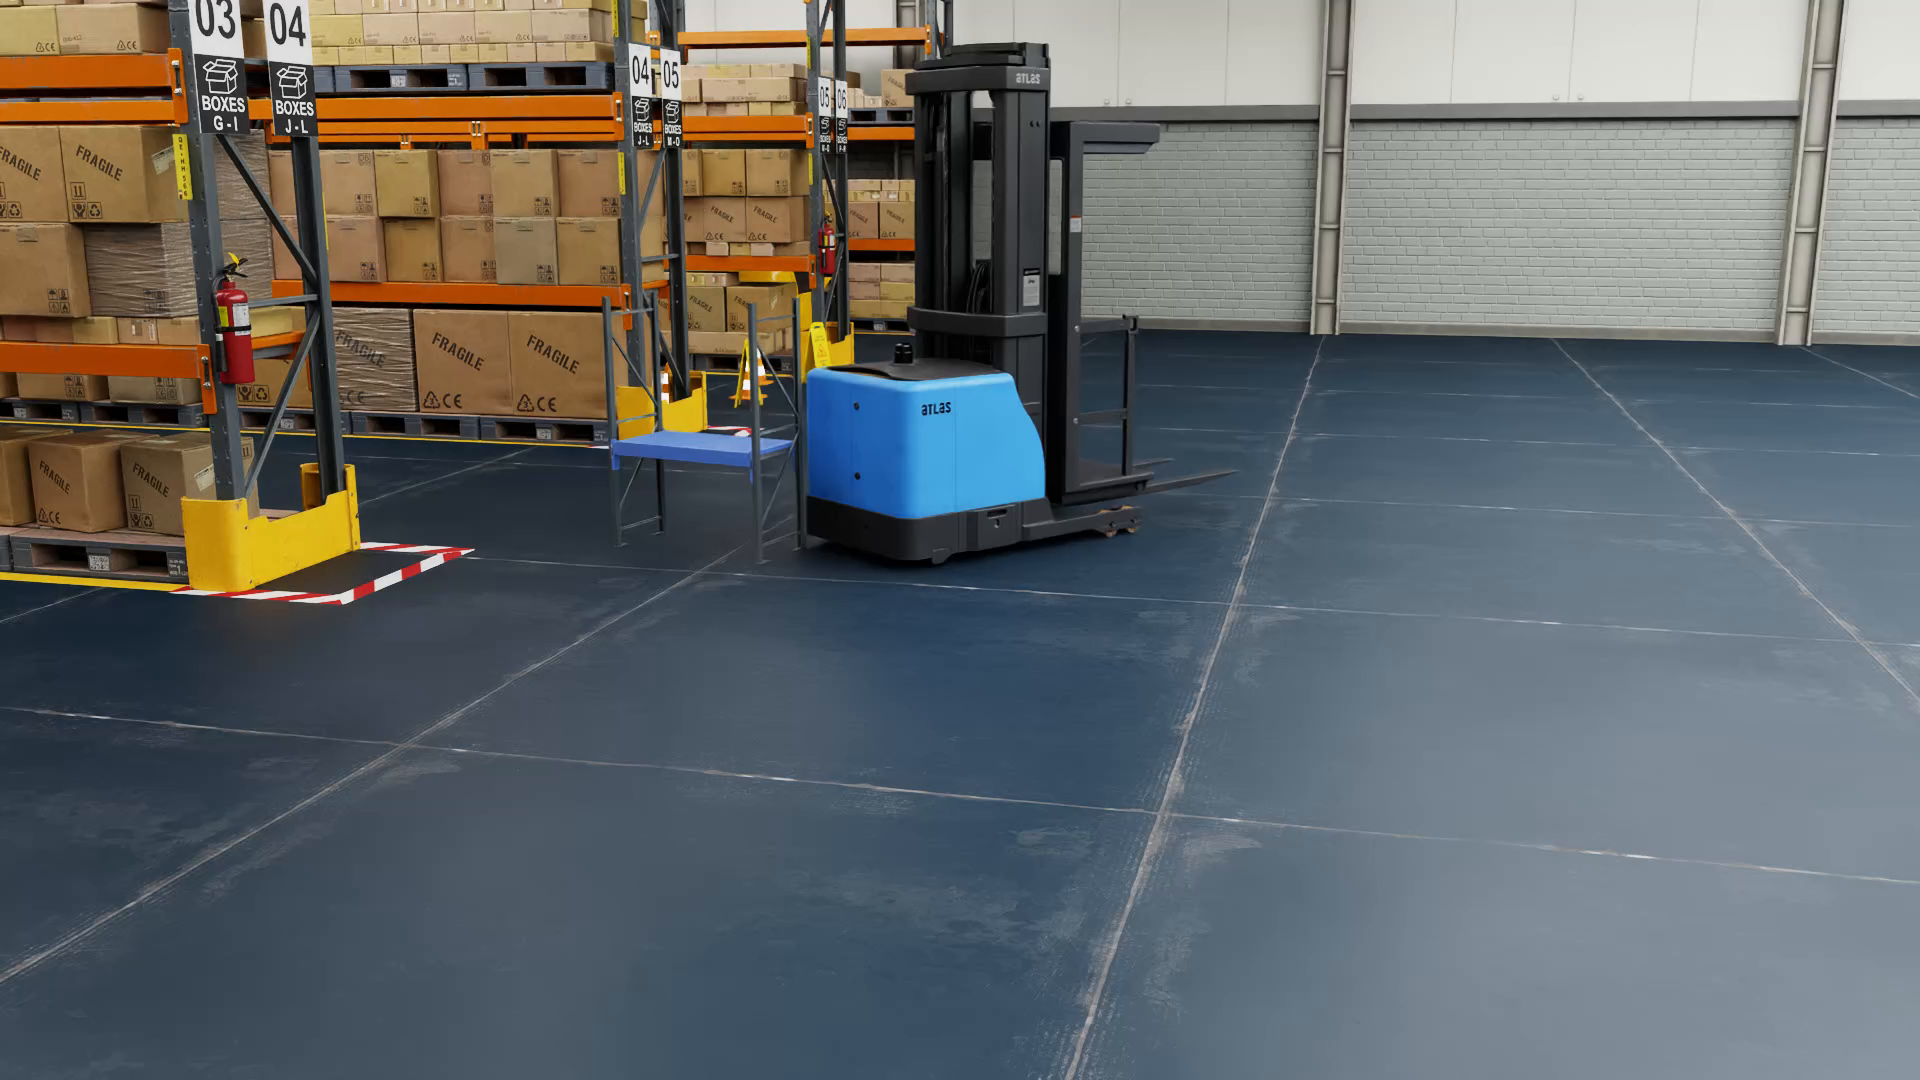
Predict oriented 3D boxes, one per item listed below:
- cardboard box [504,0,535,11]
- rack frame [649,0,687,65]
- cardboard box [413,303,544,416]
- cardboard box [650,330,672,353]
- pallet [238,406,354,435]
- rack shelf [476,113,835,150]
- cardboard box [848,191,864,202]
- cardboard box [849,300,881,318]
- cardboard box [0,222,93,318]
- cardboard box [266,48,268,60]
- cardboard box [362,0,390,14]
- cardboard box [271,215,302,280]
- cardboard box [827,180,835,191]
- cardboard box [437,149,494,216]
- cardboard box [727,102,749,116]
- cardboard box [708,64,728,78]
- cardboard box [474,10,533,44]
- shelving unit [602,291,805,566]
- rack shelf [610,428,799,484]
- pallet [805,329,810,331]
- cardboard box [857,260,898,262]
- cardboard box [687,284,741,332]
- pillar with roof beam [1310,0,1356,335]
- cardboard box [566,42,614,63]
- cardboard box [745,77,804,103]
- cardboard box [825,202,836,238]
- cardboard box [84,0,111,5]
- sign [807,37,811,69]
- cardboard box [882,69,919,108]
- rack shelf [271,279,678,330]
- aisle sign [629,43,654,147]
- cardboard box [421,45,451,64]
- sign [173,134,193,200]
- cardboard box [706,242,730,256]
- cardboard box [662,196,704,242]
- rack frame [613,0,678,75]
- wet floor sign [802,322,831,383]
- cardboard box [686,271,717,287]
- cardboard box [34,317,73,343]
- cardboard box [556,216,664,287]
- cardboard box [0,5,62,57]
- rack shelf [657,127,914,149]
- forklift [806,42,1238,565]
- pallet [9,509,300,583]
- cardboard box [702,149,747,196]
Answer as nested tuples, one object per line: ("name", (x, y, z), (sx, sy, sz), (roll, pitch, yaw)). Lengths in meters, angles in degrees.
("cardboard box", (-3.442, -4.302, 13.313), (0.250, 0.149, 0.380), (3, 13, 14))
("rack frame", (-4.153, -7.571, 23.584), (0.127, 3.000, 1.000), (3, 13, 14))
("cardboard box", (-4.072, -1.579, 14.361), (0.875, 0.875, 0.875), (3, 13, 13))
("cardboard box", (-3.315, -2.293, 19.024), (0.500, 0.250, 0.500), (3, 13, 12))
("pallet", (-5.707, -1.135, 14.862), (1.213, 0.211, 1.003), (3, 13, 14))
("rack shelf", (-3.397, -4.608, 18.813), (4.000, 0.370, 1.077), (3, 13, 14))
("cardboard box", (-1.404, -4.808, 23.251), (0.250, 0.149, 0.380), (3, 13, 13))
("cardboard box", (-1.282, -3.283, 23.486), (0.500, 0.250, 0.500), (3, 13, 14))
("cardboard box", (-4.871, -1.536, 9.314), (0.500, 0.500, 0.875), (3, 13, 14))
("cardboard box", (-5.661, -4.031, 13.933), (0.250, 0.149, 0.380), (3, 13, 13))
("cardboard box", (-4.677, -4.368, 13.609), (0.250, 0.149, 0.380), (3, 13, 13))
("cardboard box", (-5.526, -2.585, 14.614), (0.550, 0.550, 0.875), (3, 13, 14))
("cardboard box", (-1.678, -4.953, 23.217), (0.250, 0.149, 0.380), (3, 13, 15))
("cardboard box", (-3.961, -3.039, 14.168), (0.550, 0.550, 0.875), (3, 13, 14))
("cardboard box", (-2.368, -4.719, 18.234), (0.250, 0.149, 0.380), (3, 13, 15))
("cardboard box", (-2.581, -5.132, 18.255), (0.250, 0.149, 0.380), (3, 13, 14))
("cardboard box", (-3.571, -4.128, 13.447), (0.500, 0.250, 0.500), (3, 13, 14))
("shelving unit", (-1.512, -0.684, 9.855), (1.048, 1.500, 0.538), (6, 14, 26))
("rack shelf", (-1.512, -0.509, 9.894), (1.000, 0.185, 0.538), (6, 14, 26))
("pallet", (-2.203, -3.168, 24.026), (1.213, 0.211, 1.003), (3, 13, 14))
("cardboard box", (-1.177, -3.876, 23.847), (0.500, 0.250, 0.500), (3, 13, 14))
("cardboard box", (-2.803, -2.633, 18.822), (0.500, 0.500, 0.500), (4, 13, 16))
("pillar with roof beam", (4.064, -6.373, 18.181), (0.400, 9.000, 9.100), (3, 13, 14))
("cardboard box", (-2.947, -3.886, 13.279), (0.250, 0.149, 0.380), (3, 13, 13))
("cardboard box", (-2.016, -4.897, 18.116), (0.500, 0.250, 0.500), (3, 13, 13))
("cardboard box", (-1.809, -4.509, 23.403), (0.500, 0.500, 0.500), (3, 13, 12))
("cardboard box", (-4.398, -2.880, 8.789), (0.250, 0.149, 0.380), (3, 13, 12))
("sign", (-1.607, -5.172, 17.650), (0.005, 0.325, 0.100), (3, 13, 14))
("cardboard box", (-0.757, -6.174, 22.778), (0.500, 0.500, 0.500), (3, 13, 15))
("rack shelf", (-4.485, -2.097, 14.423), (4.000, 0.370, 1.077), (3, 13, 14))
("aisle sign", (-2.546, -3.547, 13.294), (0.004, 0.787, 0.394), (3, 13, 14))
("cardboard box", (-4.180, -3.952, 13.577), (0.250, 0.149, 0.380), (3, 13, 14))
("sign", (-3.982, -1.911, 8.518), (0.005, 0.325, 0.100), (3, 13, 14))
("cardboard box", (-2.643, -3.257, 18.570), (0.250, 0.149, 0.380), (3, 13, 15))
("cardboard box", (-3.018, -3.609, 18.657), (0.500, 0.500, 0.500), (3, 13, 13))
("rack frame", (-2.543, -5.274, 13.227), (0.127, 3.000, 1.000), (3, 13, 14))
("wet floor sign", (-1.527, -2.007, 17.789), (0.232, 0.644, 0.267), (8, 15, 33))
("cardboard box", (-2.911, -2.942, 18.717), (0.250, 0.149, 0.380), (3, 13, 14))
("cardboard box", (-4.892, -1.187, 9.239), (0.250, 0.149, 0.380), (3, 13, 14))
("cardboard box", (-2.914, -2.428, 13.904), (0.550, 0.550, 0.875), (3, 13, 14))
("cardboard box", (-4.844, -2.695, 8.877), (0.500, 0.250, 0.500), (3, 13, 14))
("rack shelf", (-2.211, -5.652, 23.519), (4.000, 0.370, 1.077), (3, 13, 14))
("forklift", (0.525, -1.531, 10.369), (3.031, 2.935, 1.130), (-10, 16, -39))
("pallet", (-4.683, 0.001, 9.743), (1.213, 0.211, 1.003), (3, 13, 14))
("cardboard box", (-2.493, -4.082, 18.479), (0.500, 0.500, 0.700), (3, 13, 14))
